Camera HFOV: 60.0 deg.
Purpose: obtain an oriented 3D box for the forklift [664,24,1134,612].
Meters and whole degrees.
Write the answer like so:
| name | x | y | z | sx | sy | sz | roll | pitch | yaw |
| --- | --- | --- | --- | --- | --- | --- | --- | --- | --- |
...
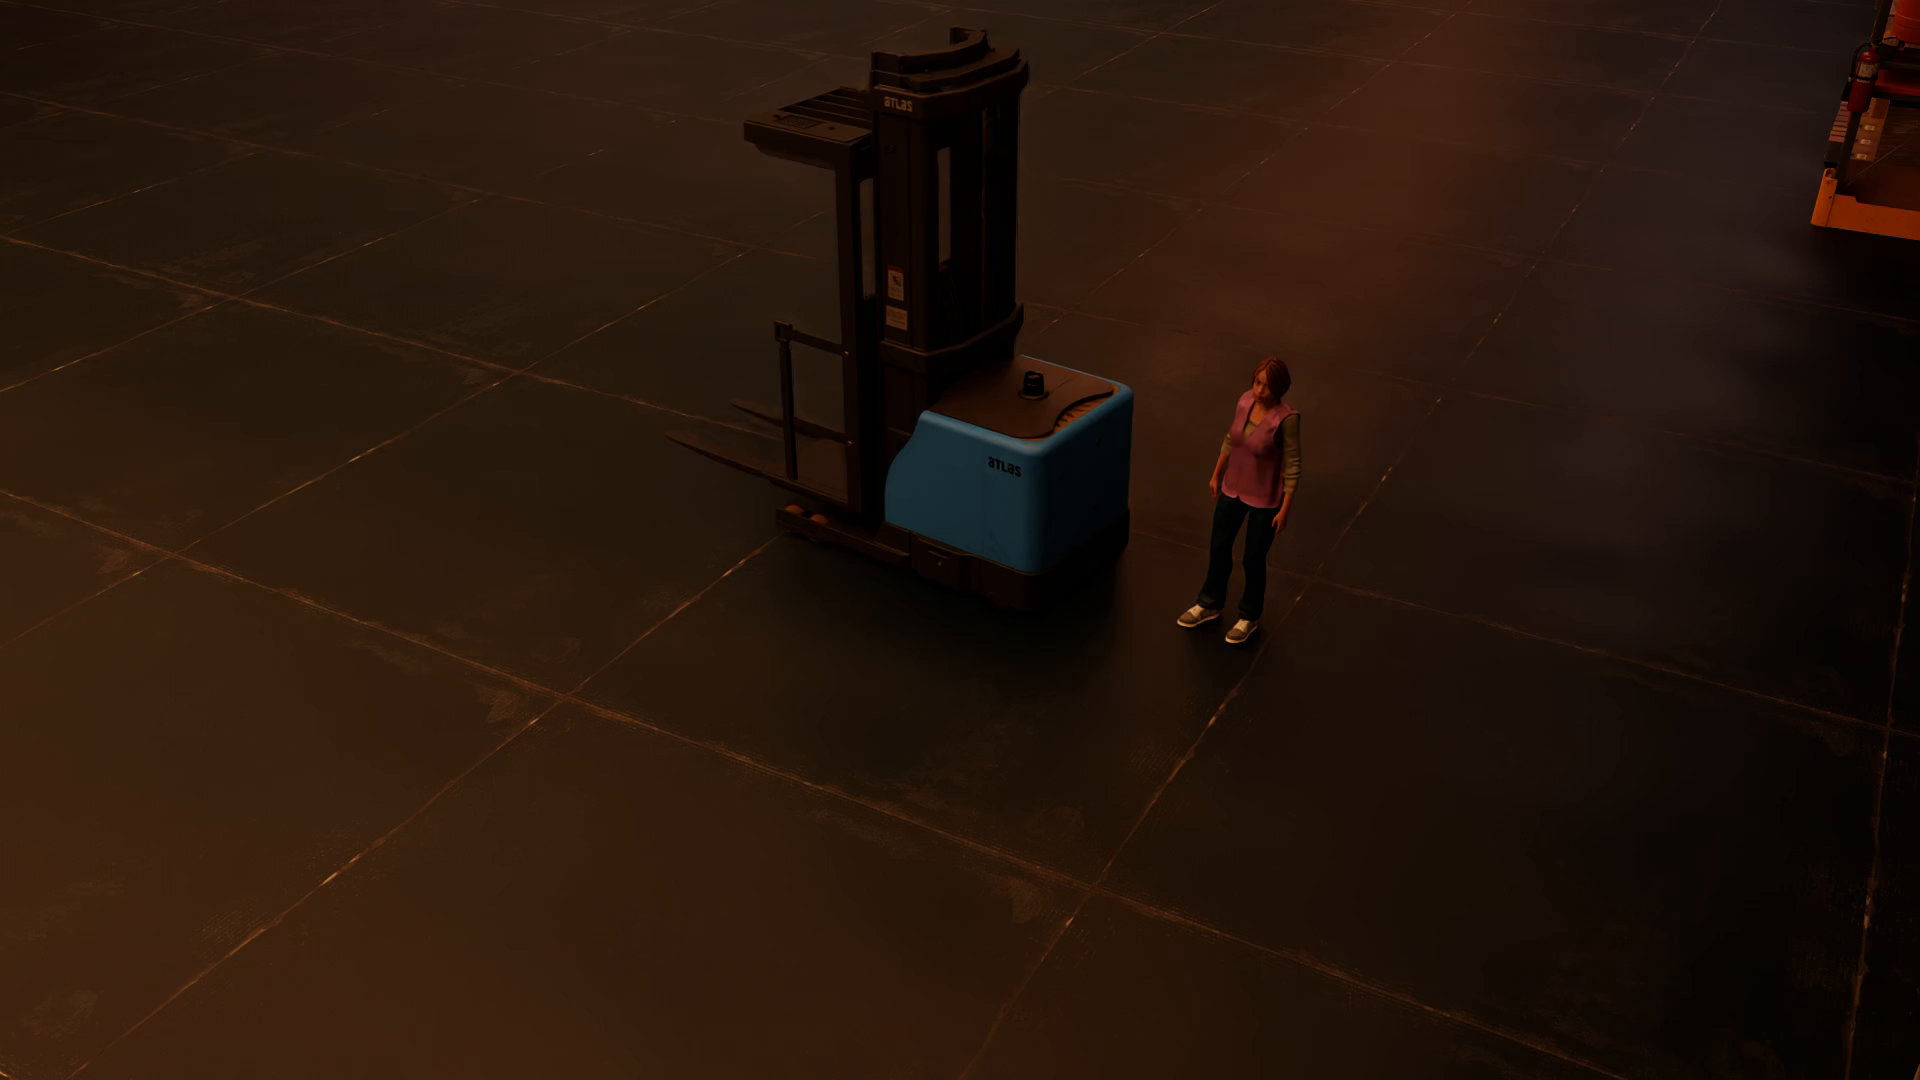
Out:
| name | x | y | z | sx | sy | sz | roll | pitch | yaw |
| --- | --- | --- | --- | --- | --- | --- | --- | --- | --- |
| forklift | -0.496 | -1.448 | 9.579 | 3.031 | 2.935 | 1.130 | 20 | 36 | 31 |

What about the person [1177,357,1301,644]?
| name | x | y | z | sx | sy | sz | roll | pitch | yaw |
| --- | --- | --- | --- | --- | --- | --- | --- | --- | --- |
| person | 1.501 | -0.202 | 8.752 | 0.420 | 1.602 | 0.517 | -25 | 38 | -36 |
